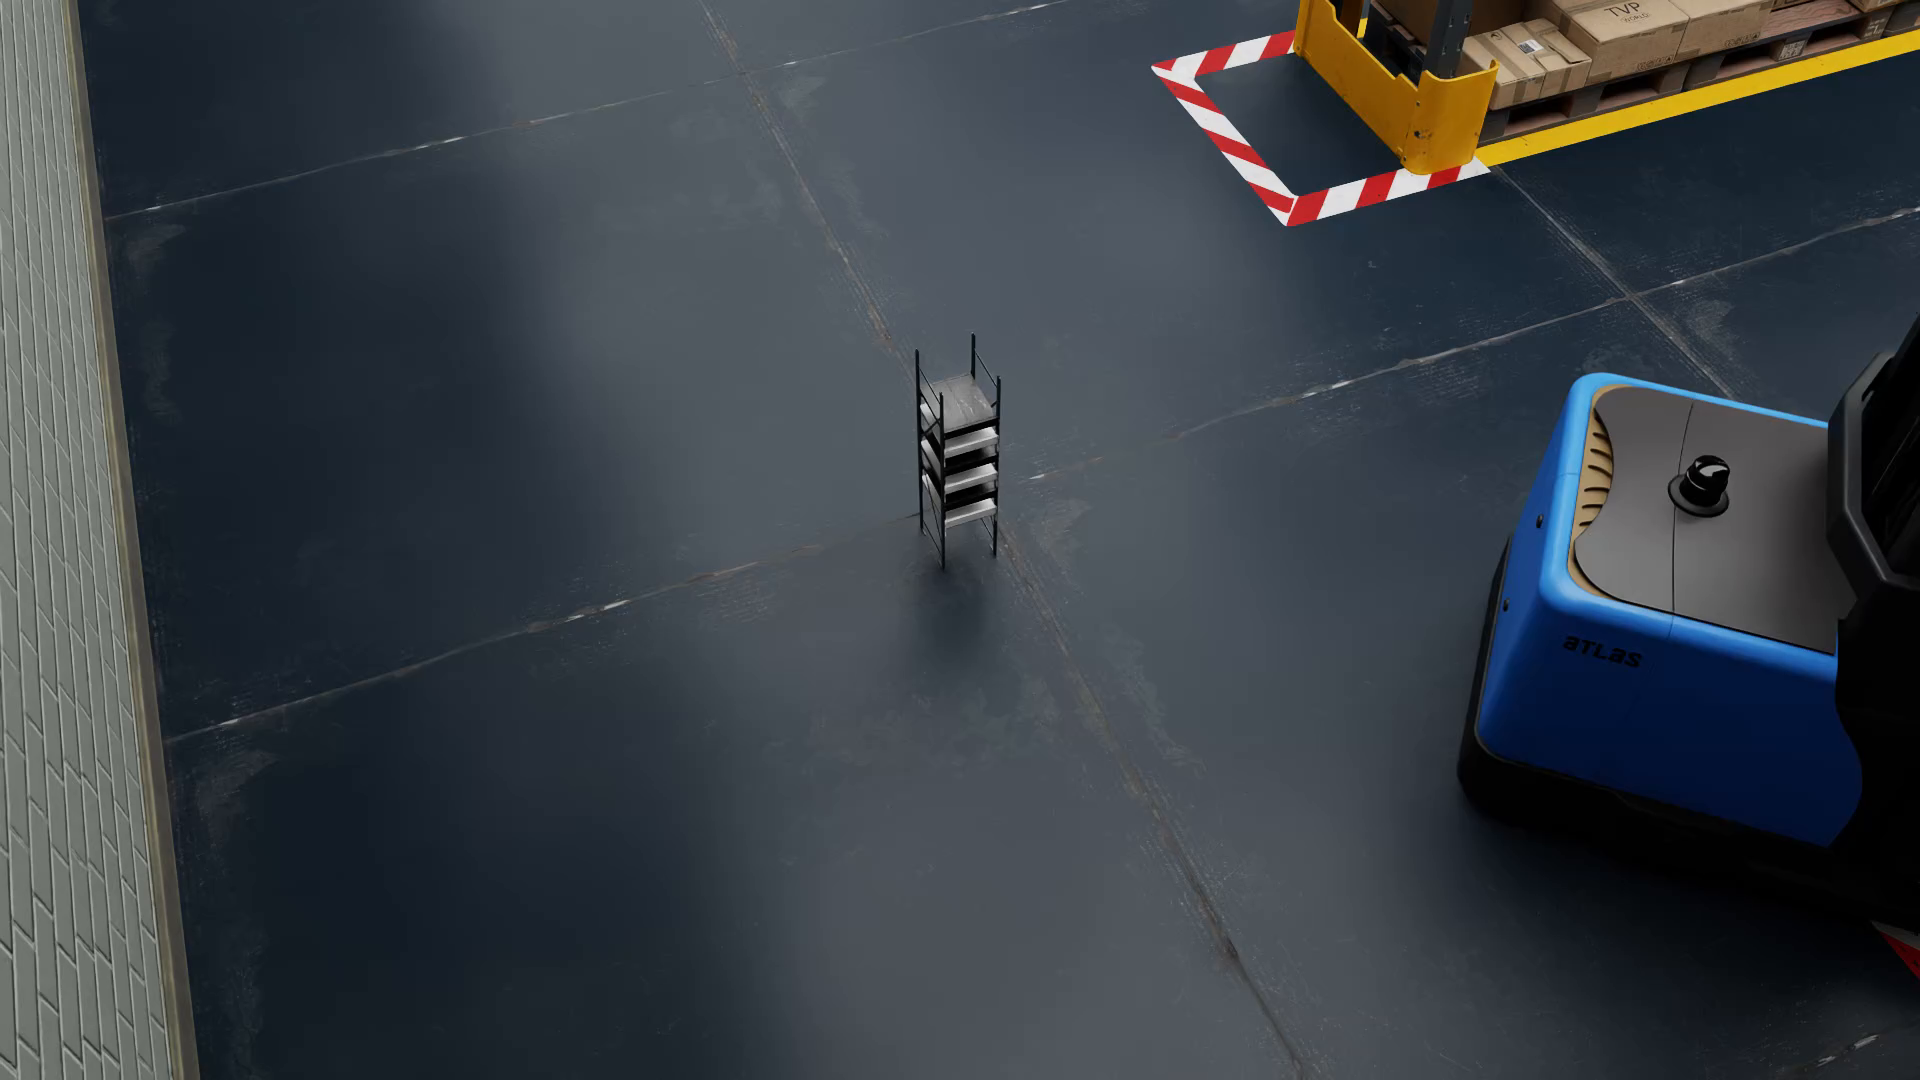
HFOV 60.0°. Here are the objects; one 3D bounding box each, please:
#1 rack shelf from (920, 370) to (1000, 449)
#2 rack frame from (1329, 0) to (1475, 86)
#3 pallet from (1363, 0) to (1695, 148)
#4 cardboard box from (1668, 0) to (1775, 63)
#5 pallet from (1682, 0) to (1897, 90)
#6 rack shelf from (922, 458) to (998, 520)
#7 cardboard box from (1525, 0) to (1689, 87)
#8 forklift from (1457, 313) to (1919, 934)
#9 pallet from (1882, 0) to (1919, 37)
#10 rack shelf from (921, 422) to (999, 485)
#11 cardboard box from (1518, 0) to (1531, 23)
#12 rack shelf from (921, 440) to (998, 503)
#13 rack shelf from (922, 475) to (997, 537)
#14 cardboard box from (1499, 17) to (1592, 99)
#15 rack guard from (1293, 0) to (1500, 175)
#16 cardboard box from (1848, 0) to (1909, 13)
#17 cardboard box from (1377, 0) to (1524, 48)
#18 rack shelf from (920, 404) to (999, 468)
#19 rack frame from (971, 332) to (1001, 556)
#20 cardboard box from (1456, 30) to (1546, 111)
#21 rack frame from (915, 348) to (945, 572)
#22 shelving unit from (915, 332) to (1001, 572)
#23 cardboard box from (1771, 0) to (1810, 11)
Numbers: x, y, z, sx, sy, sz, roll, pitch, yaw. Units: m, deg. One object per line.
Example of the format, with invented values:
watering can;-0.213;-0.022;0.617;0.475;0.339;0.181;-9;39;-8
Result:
rack shelf;-0.008;-0.445;5.654;0.200;0.077;0.258;-17;52;-14
rack frame;1.945;-3.068;6.834;0.127;3.000;1.000;-17;52;-14
pallet;2.754;-2.411;8.108;1.213;0.211;1.003;-17;52;-14
cardboard box;3.482;-2.560;7.920;0.500;0.250;0.500;-17;52;-14
pallet;3.881;-2.758;8.406;1.213;0.211;1.003;-17;52;-14
rack shelf;-0.008;-0.211;5.927;0.200;0.077;0.258;-17;52;-14
cardboard box;3.019;-2.416;7.797;0.500;0.250;0.500;-17;52;-14
forklift;3.195;-0.080;4.313;3.031;2.935;1.130;15;51;13
pallet;5.012;-3.111;8.709;1.213;0.211;1.003;-17;52;-14
rack shelf;-0.008;-0.328;5.790;0.200;0.077;0.258;-17;52;-14
cardboard box;2.765;-2.671;8.070;0.250;0.166;0.380;-17;52;-14
rack shelf;-0.008;-0.269;5.858;0.200;0.077;0.258;-17;52;-14
rack shelf;-0.008;-0.152;5.995;0.200;0.077;0.258;-17;52;-14
cardboard box;2.694;-2.239;7.700;0.250;0.166;0.380;-17;52;-14
rack guard;2.016;-2.276;7.802;0.348;0.500;1.175;-17;52;-14
cardboard box;4.534;-2.905;8.177;0.500;0.311;0.500;-17;52;-14
cardboard box;2.356;-2.726;7.898;0.500;0.500;0.500;-17;52;-14
rack shelf;-0.008;-0.386;5.722;0.200;0.077;0.258;-17;52;-14
rack frame;0.087;-0.320;5.858;0.006;0.900;0.240;-17;52;-14
cardboard box;2.463;-2.162;7.645;0.250;0.149;0.380;-17;52;-14
rack frame;-0.102;-0.262;5.808;0.006;0.900;0.240;-17;52;-14
shelving unit;-0.008;-0.291;5.833;0.210;0.900;0.258;-17;52;-14
cardboard box;3.911;-3.003;8.134;0.637;0.503;0.797;-17;52;-14
